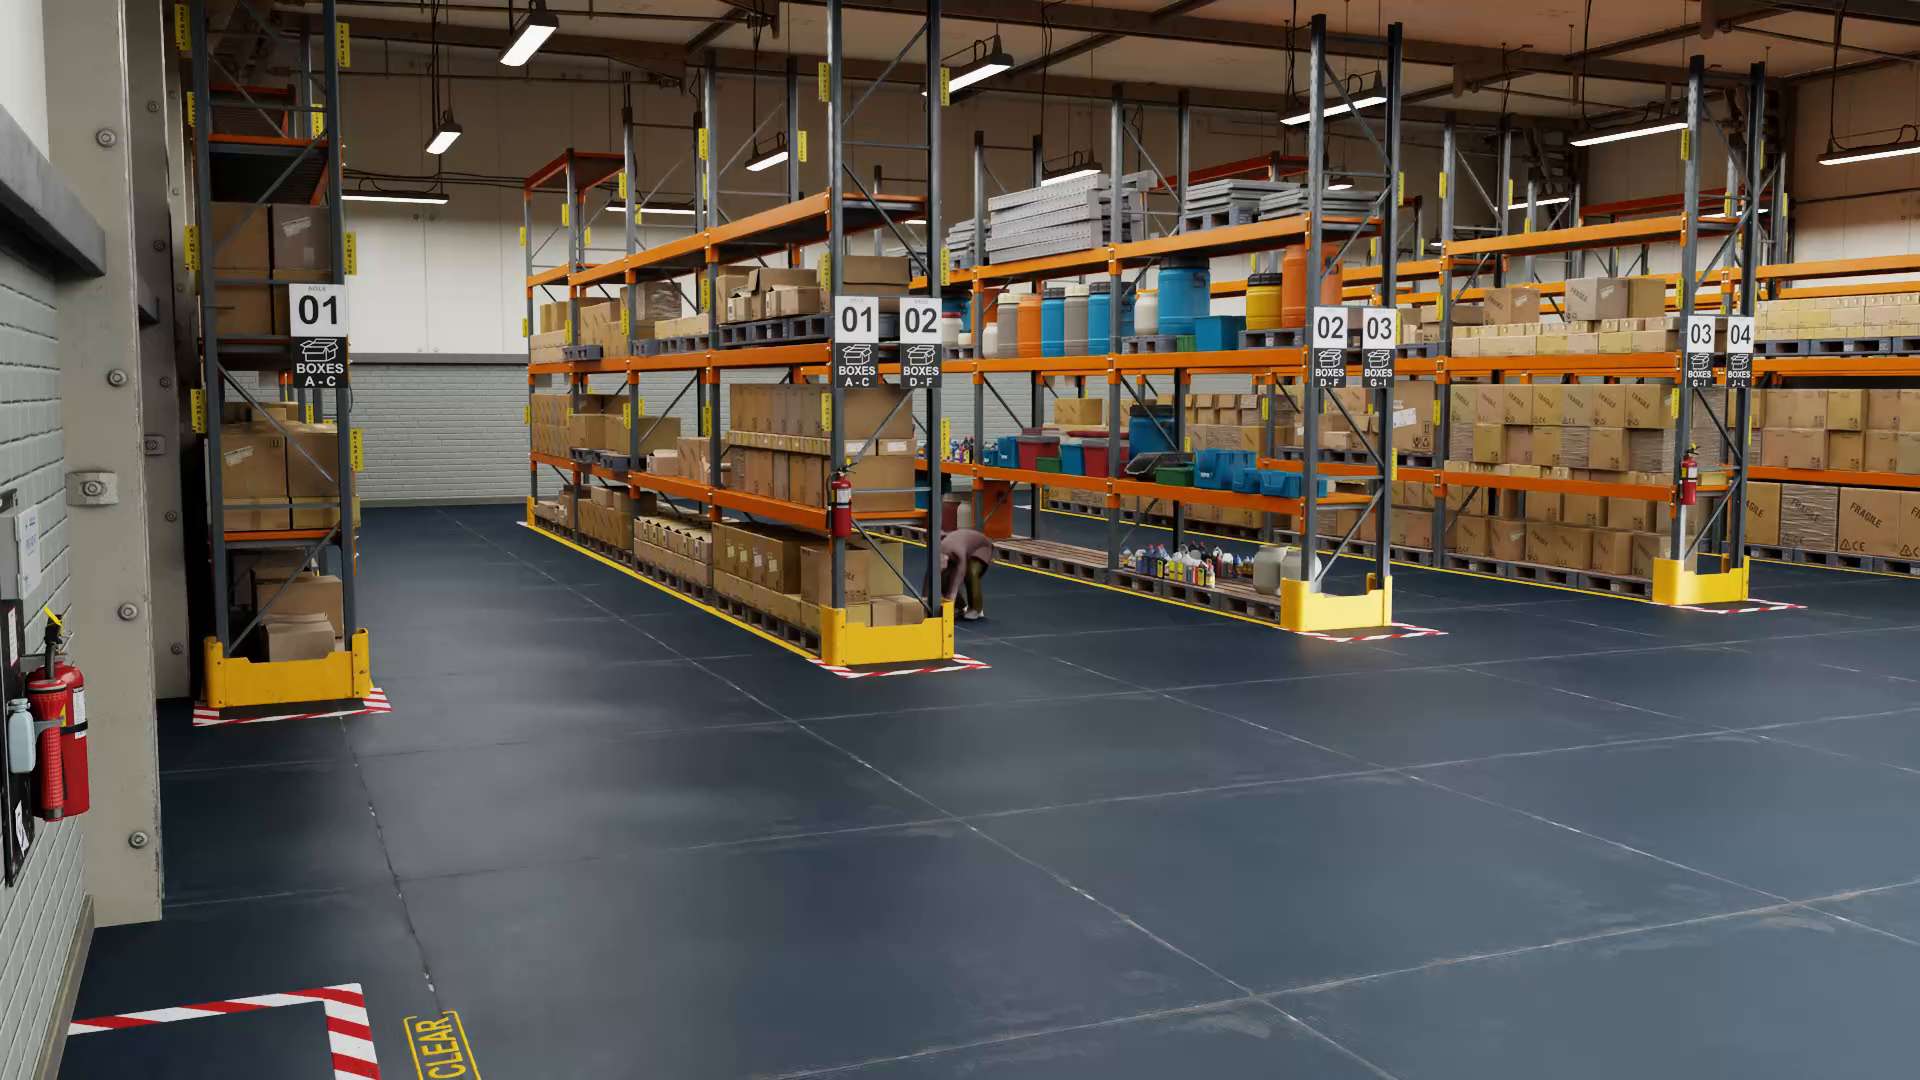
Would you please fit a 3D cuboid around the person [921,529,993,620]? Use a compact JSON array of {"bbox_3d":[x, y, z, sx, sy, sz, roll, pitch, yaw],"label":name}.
[{"bbox_3d":[-0.031,0.369,17.307,0.584,0.940,0.996,3,6,32],"label":"person"}]
